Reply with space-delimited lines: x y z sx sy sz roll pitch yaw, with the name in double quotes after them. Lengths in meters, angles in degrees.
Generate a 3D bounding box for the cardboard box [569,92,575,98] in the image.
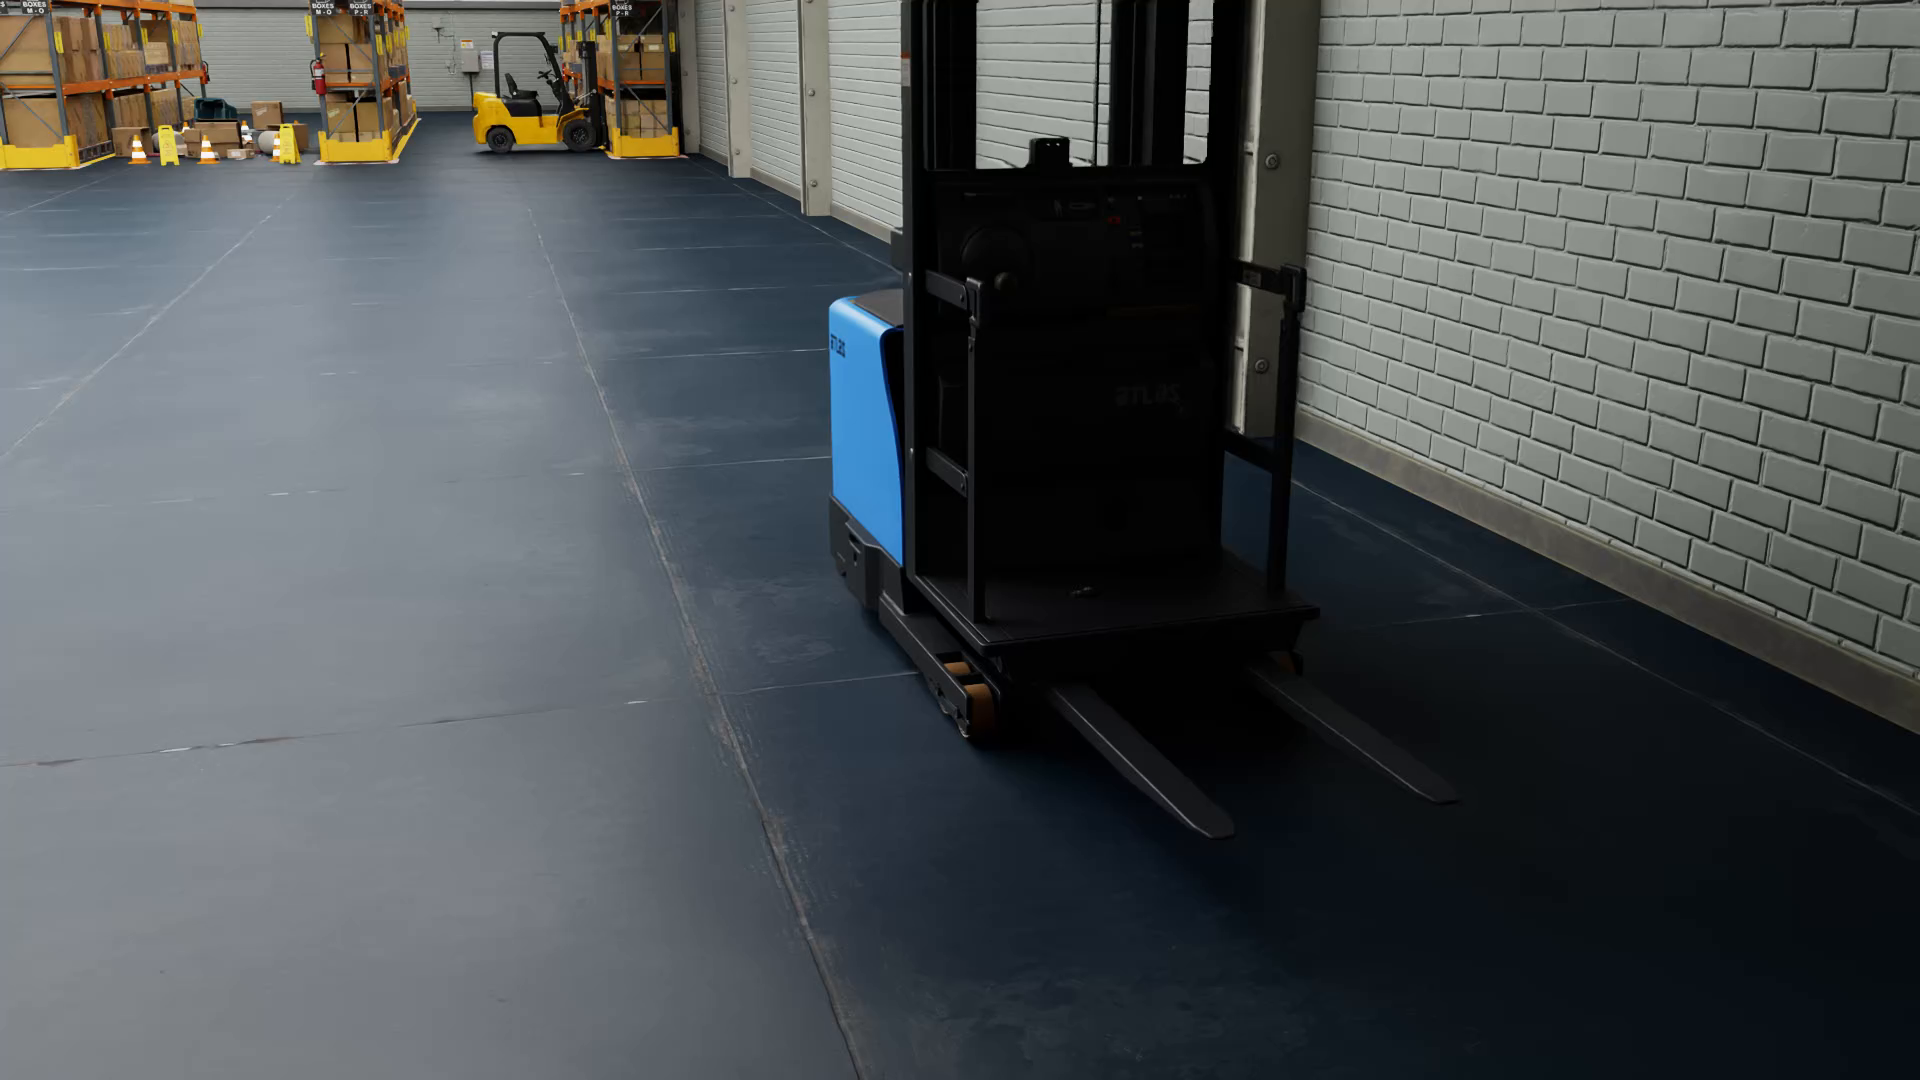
-9.812 -11.425 43.388 0.700 0.500 0.500 -4 17 -13 "cardboard box"

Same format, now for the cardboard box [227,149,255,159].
-12.763 -6.855 29.515 0.380 0.149 0.250 4 17 13 "cardboard box"

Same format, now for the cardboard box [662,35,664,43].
-5.589 -9.101 30.217 0.380 0.149 0.250 -4 17 -13 "cardboard box"

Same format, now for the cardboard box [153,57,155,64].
-17.686 -10.399 36.063 0.380 0.149 0.250 -4 17 -15 "cardboard box"

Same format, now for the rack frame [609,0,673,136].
-5.690 -8.411 29.740 1.000 3.000 0.127 -5 17 -15 "rack frame"

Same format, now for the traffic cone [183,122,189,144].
-15.209 -7.980 32.715 0.336 0.463 0.334 -5 17 -15 "traffic cone"

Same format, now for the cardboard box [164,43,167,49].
-18.193 -11.188 37.657 0.380 0.149 0.250 -4 17 -13 "cardboard box"

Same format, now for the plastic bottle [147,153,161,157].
-14.429 -6.912 29.857 0.283 0.061 0.133 -12 20 -34 "plastic bottle"

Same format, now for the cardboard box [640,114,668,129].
-5.619 -7.682 30.491 0.500 0.250 0.500 -4 17 -14 "cardboard box"

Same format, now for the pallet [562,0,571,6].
-8.876 -12.891 39.767 1.213 0.211 1.003 -5 17 -15 "pallet"

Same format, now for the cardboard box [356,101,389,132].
-10.424 -7.513 29.495 0.500 0.500 0.500 -5 18 -17 "cardboard box"

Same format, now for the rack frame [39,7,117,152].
-16.292 -8.705 30.718 1.000 3.000 0.127 -5 17 -15 "rack frame"

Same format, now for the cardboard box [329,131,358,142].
-10.949 -7.111 29.461 0.500 0.250 0.500 -5 17 -16 "cardboard box"

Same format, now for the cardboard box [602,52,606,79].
-6.501 -8.999 31.522 0.500 0.500 0.500 -5 17 -15 "cardboard box"

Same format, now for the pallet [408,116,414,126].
-13.893 -10.218 40.603 1.003 0.211 1.213 -5 17 -15 "pallet"

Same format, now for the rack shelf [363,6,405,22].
-14.309 -12.983 40.994 1.077 0.370 4.000 -5 17 -15 "rack shelf"

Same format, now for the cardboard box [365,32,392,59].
-11.413 -9.668 32.503 0.500 0.500 0.500 -4 17 -14 "cardboard box"

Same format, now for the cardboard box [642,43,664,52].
-5.533 -8.884 30.013 0.380 0.149 0.250 -5 17 -17 "cardboard box"

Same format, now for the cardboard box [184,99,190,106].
-18.607 -10.444 39.700 0.380 0.149 0.250 -4 17 -14 "cardboard box"

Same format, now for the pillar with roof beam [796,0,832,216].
-5.856 -7.889 17.572 9.100 9.000 0.400 -5 17 -15 "pillar with roof beam"

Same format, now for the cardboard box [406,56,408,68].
-14.197 -12.098 41.838 0.500 0.500 0.500 -4 17 -14 "cardboard box"

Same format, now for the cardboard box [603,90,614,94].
-8.337 -10.678 39.774 0.380 0.149 0.250 -4 17 -14 "cardboard box"

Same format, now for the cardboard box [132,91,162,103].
-17.487 -9.525 35.758 0.500 0.250 0.500 -5 17 -16 "cardboard box"

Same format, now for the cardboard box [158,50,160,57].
-17.903 -10.758 36.741 0.380 0.149 0.250 -6 18 -18 "cardboard box"

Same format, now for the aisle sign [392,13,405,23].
-14.580 -13.733 42.938 0.394 0.787 0.004 -5 17 -15 "aisle sign"

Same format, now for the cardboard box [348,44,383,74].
-10.325 -8.361 28.882 0.500 0.500 0.500 -5 17 -16 "cardboard box"

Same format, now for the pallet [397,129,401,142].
-12.115 -8.342 34.357 1.003 0.211 1.213 -5 17 -15 "pallet"

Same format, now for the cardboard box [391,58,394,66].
-11.740 -9.746 33.889 0.380 0.149 0.250 -4 17 -13 "cardboard box"

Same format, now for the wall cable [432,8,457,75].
-15.070 -14.603 48.588 0.588 1.984 0.122 -5 17 -15 "wall cable"

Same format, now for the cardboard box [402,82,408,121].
-13.256 -10.106 38.346 0.875 0.875 0.875 -4 17 -14 "cardboard box"

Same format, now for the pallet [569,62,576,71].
-8.873 -11.409 40.054 1.003 0.211 1.213 -5 17 -15 "pallet"

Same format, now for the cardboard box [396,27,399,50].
-12.968 -11.334 37.558 0.500 0.500 0.500 -4 17 -14 "cardboard box"

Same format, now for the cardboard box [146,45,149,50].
-17.544 -10.536 35.486 0.380 0.149 0.250 -5 18 -18 "cardboard box"

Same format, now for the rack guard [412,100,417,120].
-14.865 -11.253 43.546 1.175 0.500 0.348 -5 17 -15 "rack guard"

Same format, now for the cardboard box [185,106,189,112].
-18.664 -10.302 39.743 0.380 0.149 0.250 -4 17 -13 "cardboard box"

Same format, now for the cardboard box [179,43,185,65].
-18.527 -11.402 39.004 0.500 0.500 0.500 -5 17 -15 "cardboard box"

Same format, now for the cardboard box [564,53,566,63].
-10.082 -12.622 43.500 0.500 0.250 0.500 -5 17 -15 "cardboard box"

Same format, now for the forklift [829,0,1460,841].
0.434 -0.939 4.983 1.130 2.935 3.031 -5 18 -17 "forklift"

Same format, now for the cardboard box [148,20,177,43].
-18.380 -11.731 38.363 0.500 0.500 0.500 -4 17 -14 "cardboard box"

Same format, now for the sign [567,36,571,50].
-9.507 -12.100 40.516 0.100 0.325 0.005 -5 17 -15 "sign"

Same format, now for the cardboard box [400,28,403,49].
-13.790 -12.155 40.291 0.500 0.500 0.500 -5 17 -16 "cardboard box"

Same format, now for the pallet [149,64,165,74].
-17.975 -10.264 36.241 1.003 0.211 1.213 -5 17 -15 "pallet"

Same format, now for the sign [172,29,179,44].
-17.958 -11.517 38.068 0.100 0.325 0.005 -5 17 -15 "sign"

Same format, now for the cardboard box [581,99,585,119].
-8.645 -10.154 39.157 0.500 0.500 0.500 -5 18 -17 "cardboard box"

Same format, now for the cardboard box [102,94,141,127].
-17.067 -8.518 33.276 1.050 0.750 0.750 -4 17 -14 "cardboard box"

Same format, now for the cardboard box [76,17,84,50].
-15.945 -8.886 29.183 0.875 0.550 0.550 -5 17 -15 "cardboard box"

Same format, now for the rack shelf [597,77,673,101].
-6.239 -8.620 31.686 1.077 0.370 4.000 -5 17 -15 "rack shelf"

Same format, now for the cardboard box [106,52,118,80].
-16.178 -8.920 31.259 0.500 0.500 0.500 -4 17 -15 "cardboard box"
